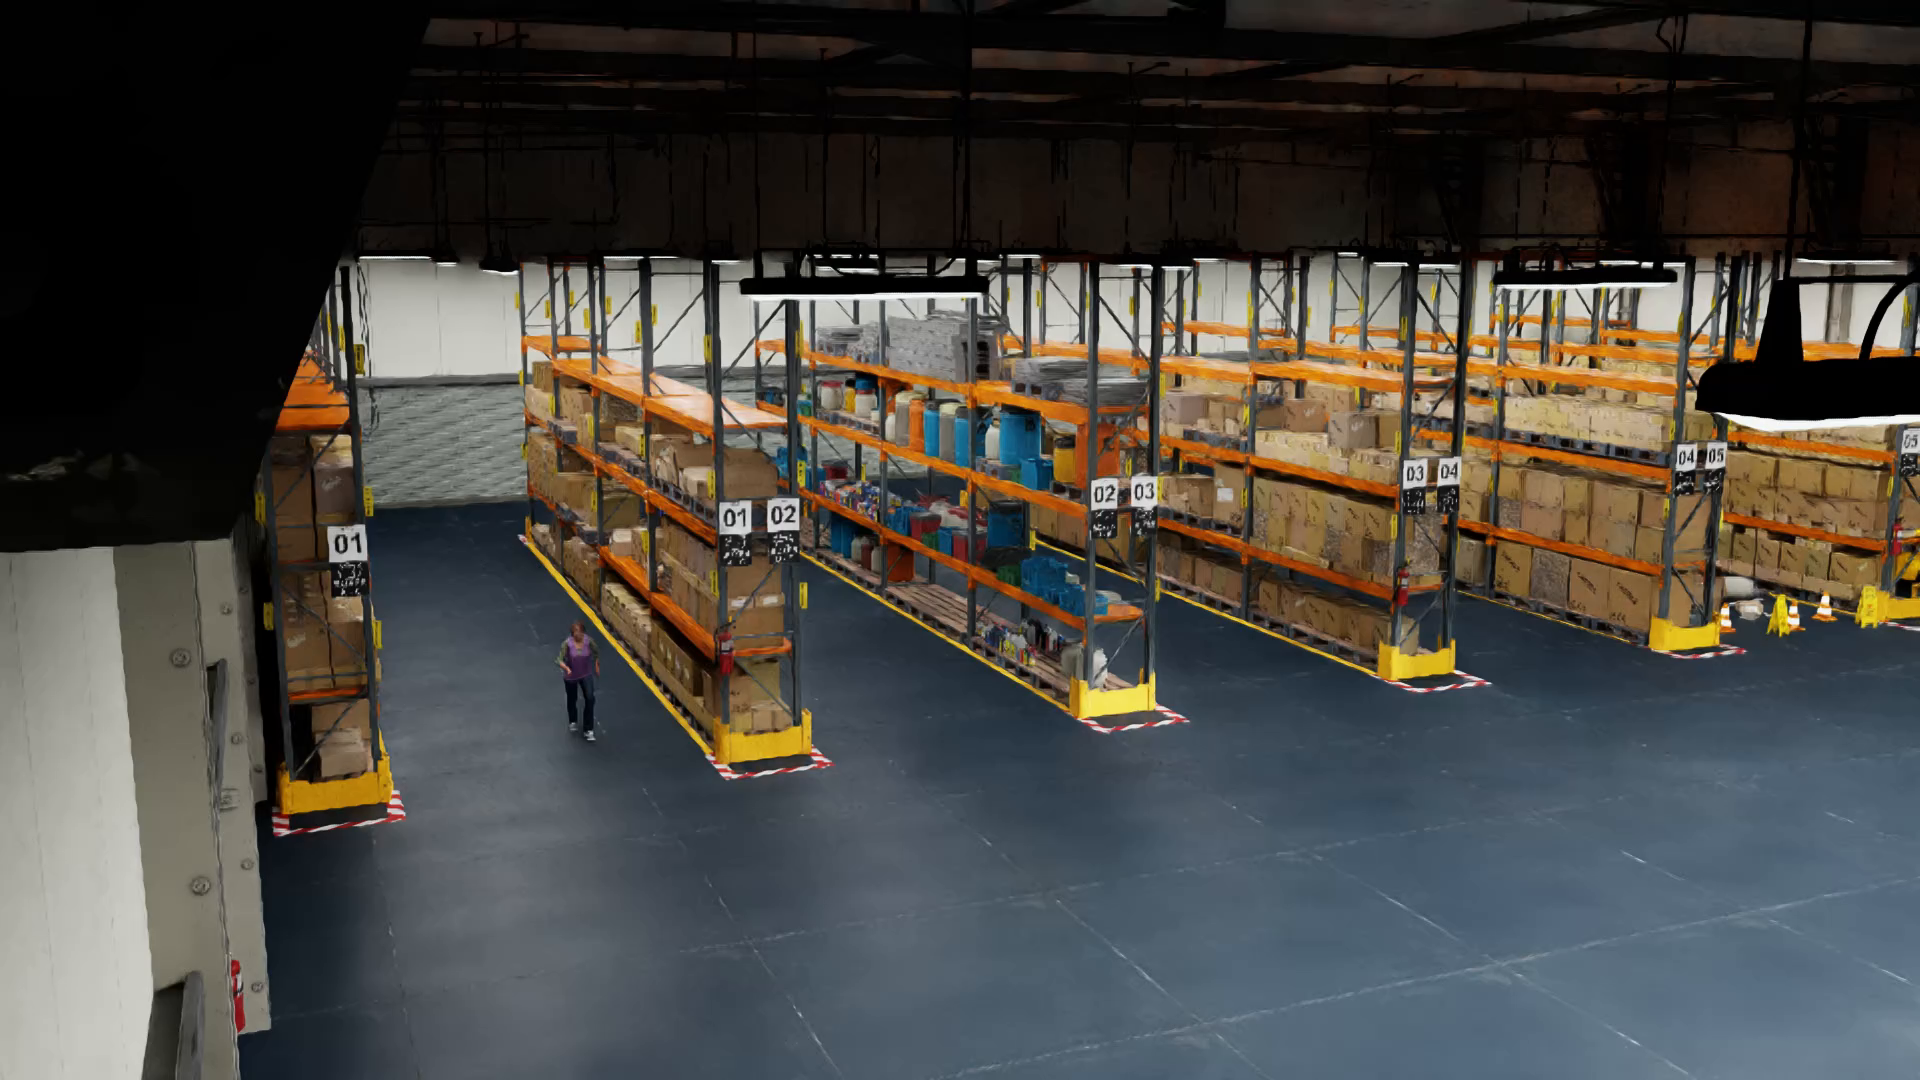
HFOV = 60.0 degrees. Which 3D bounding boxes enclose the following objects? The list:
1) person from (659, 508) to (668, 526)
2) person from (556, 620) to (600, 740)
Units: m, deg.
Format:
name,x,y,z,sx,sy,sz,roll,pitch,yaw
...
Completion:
name,x,y,z,sx,sy,sz,roll,pitch,yaw
person,-5.541,-0.204,31.671,0.451,1.572,1.088,-5,11,-24
person,-4.868,1.747,21.241,0.562,1.530,0.815,-3,11,-16
